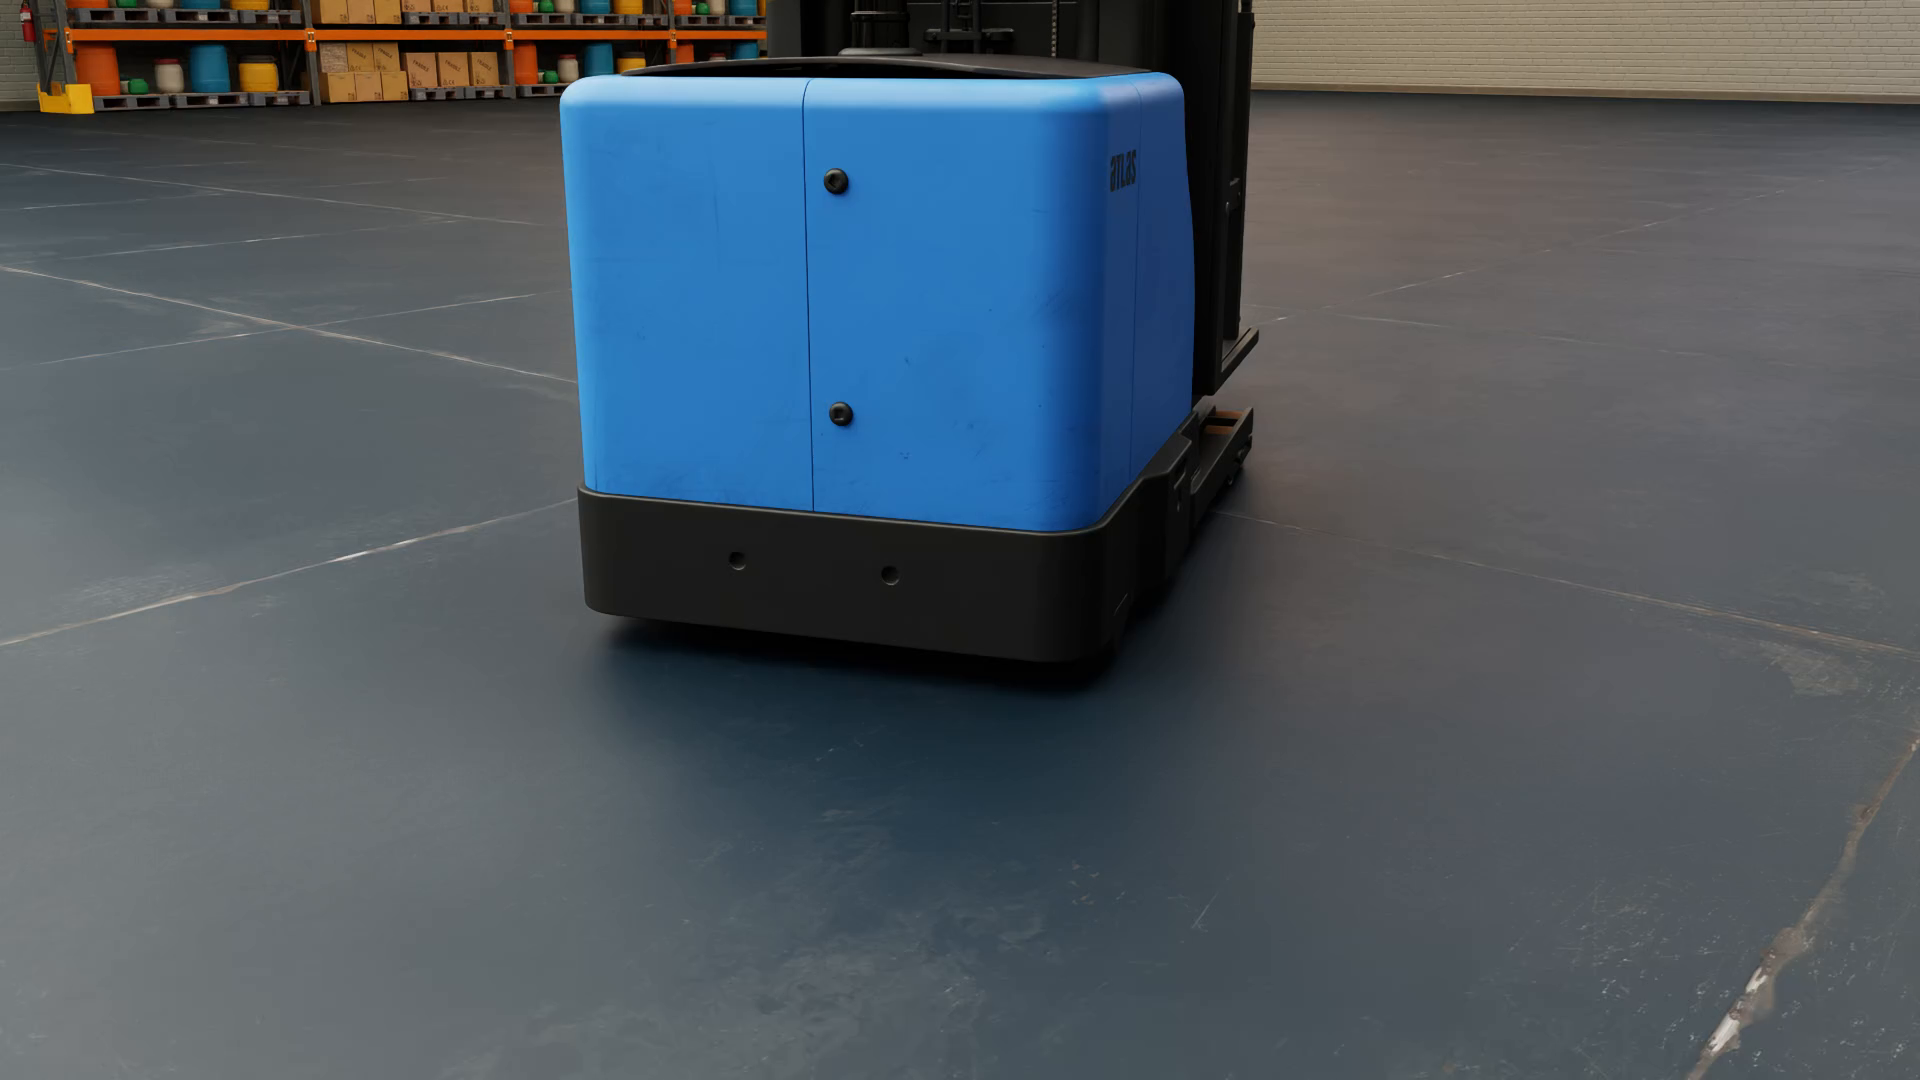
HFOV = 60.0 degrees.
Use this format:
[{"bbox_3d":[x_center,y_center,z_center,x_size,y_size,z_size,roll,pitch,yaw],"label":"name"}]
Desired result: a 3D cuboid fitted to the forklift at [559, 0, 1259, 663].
[{"bbox_3d":[0.182,-1.571,4.072,1.130,2.935,3.031,5,18,17],"label":"forklift"}]
